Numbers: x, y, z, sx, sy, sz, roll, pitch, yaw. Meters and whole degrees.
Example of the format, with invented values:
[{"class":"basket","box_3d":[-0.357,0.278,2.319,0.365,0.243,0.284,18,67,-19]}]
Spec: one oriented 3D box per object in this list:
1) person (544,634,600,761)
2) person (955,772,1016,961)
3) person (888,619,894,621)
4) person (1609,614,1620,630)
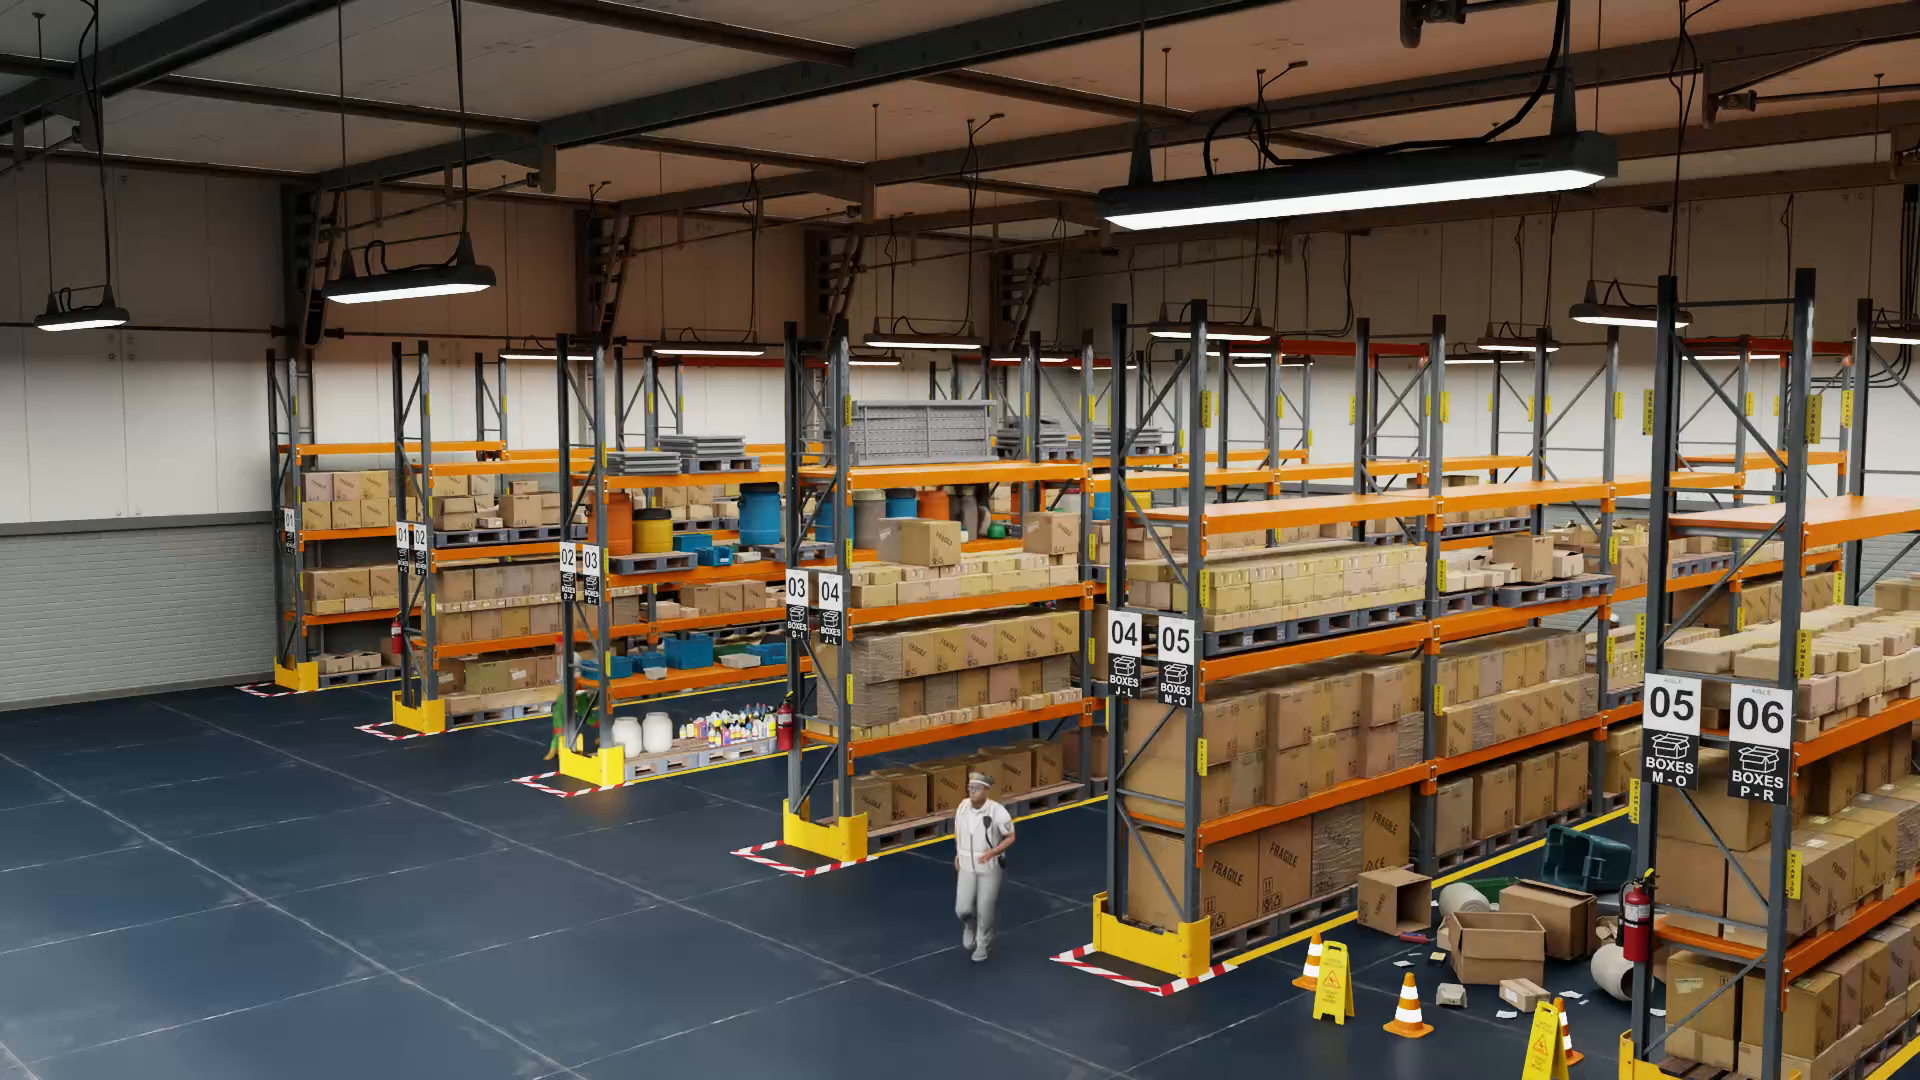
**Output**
[{"class":"person","box_3d":[-5.516,2.214,23.893,0.662,1.769,1.131,4,6,37]},{"class":"person","box_3d":[0.179,2.980,15.200,0.647,1.751,0.615,2,5,22]},{"class":"person","box_3d":[-1.302,1.771,29.268,0.608,1.767,0.909,5,7,43]},{"class":"person","box_3d":[10.053,2.020,25.729,0.977,1.769,0.700,-4,6,-39]}]
